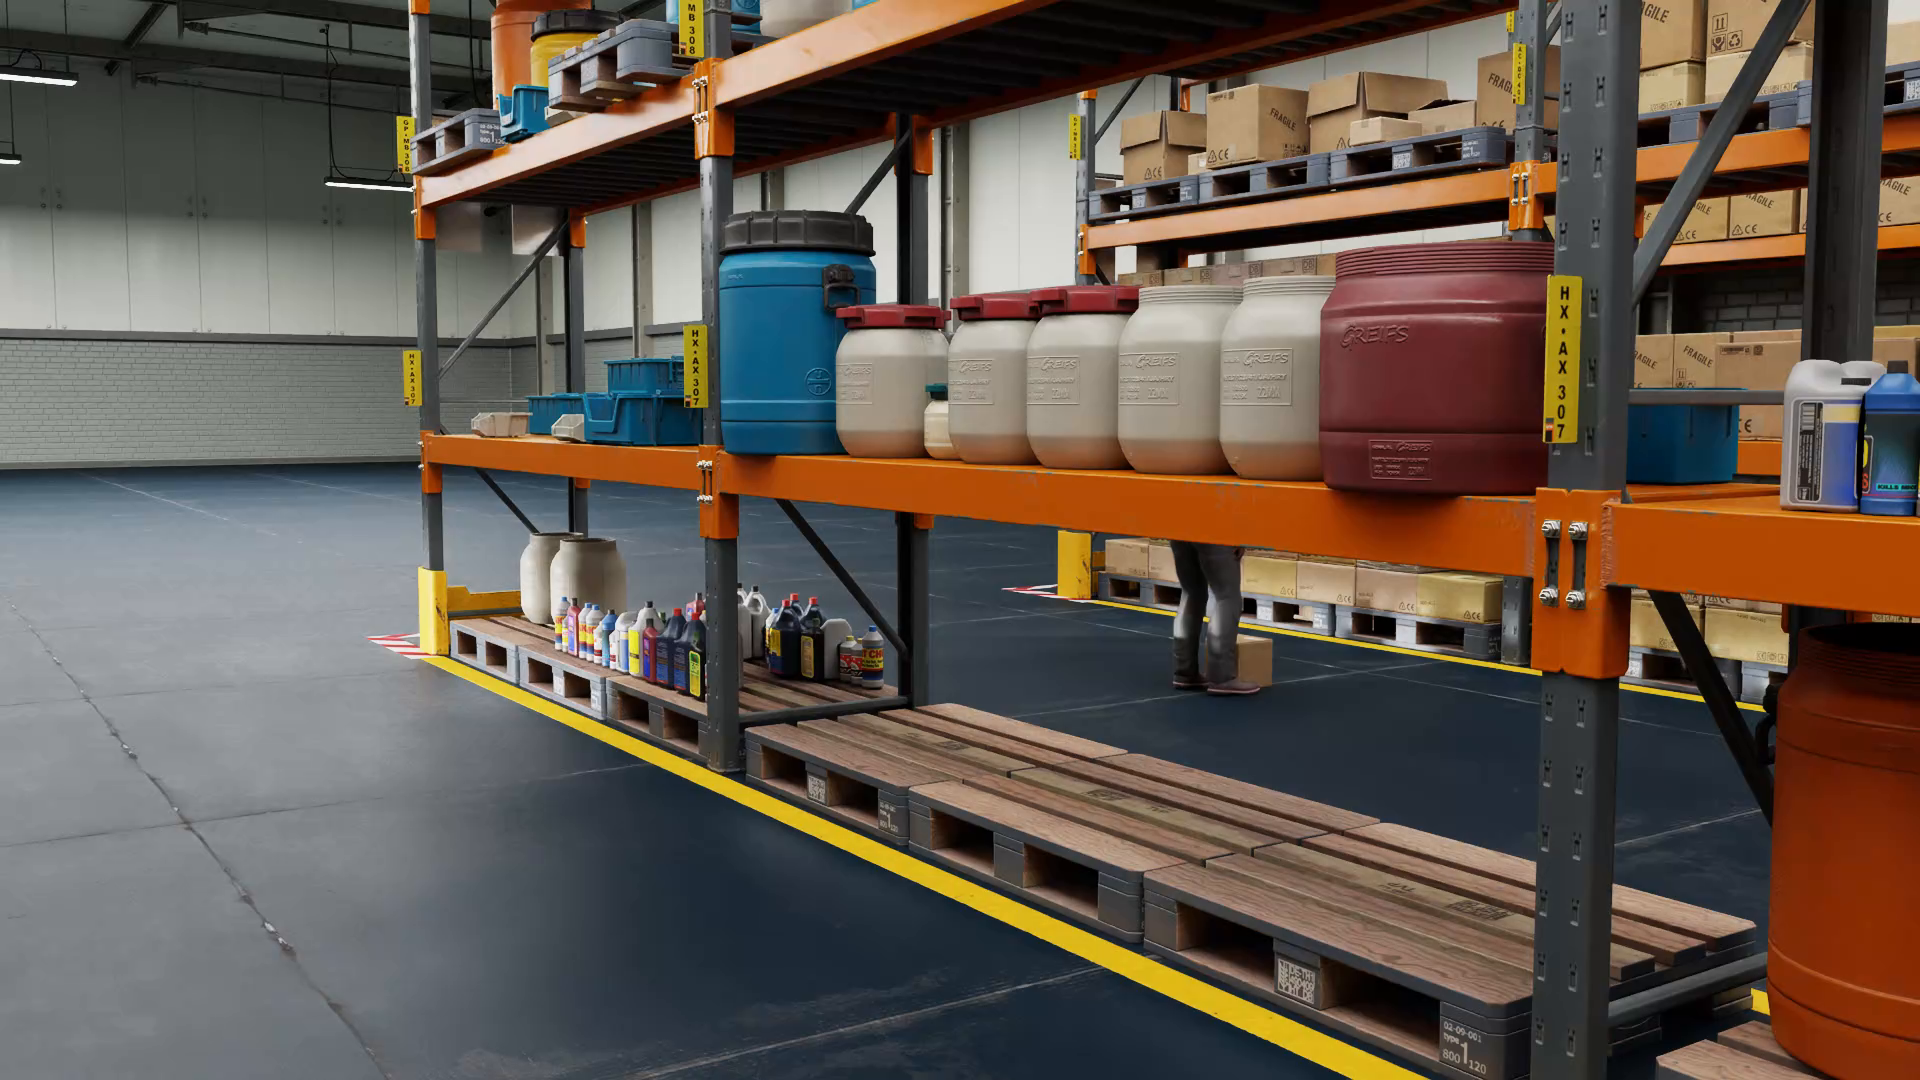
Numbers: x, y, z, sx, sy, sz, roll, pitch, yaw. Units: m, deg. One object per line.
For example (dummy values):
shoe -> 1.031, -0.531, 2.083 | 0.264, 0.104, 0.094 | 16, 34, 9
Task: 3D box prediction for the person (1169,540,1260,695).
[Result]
person -> 1.285, -0.041, 8.611 | 0.348, 1.653, 0.523 | -4, 6, -37
